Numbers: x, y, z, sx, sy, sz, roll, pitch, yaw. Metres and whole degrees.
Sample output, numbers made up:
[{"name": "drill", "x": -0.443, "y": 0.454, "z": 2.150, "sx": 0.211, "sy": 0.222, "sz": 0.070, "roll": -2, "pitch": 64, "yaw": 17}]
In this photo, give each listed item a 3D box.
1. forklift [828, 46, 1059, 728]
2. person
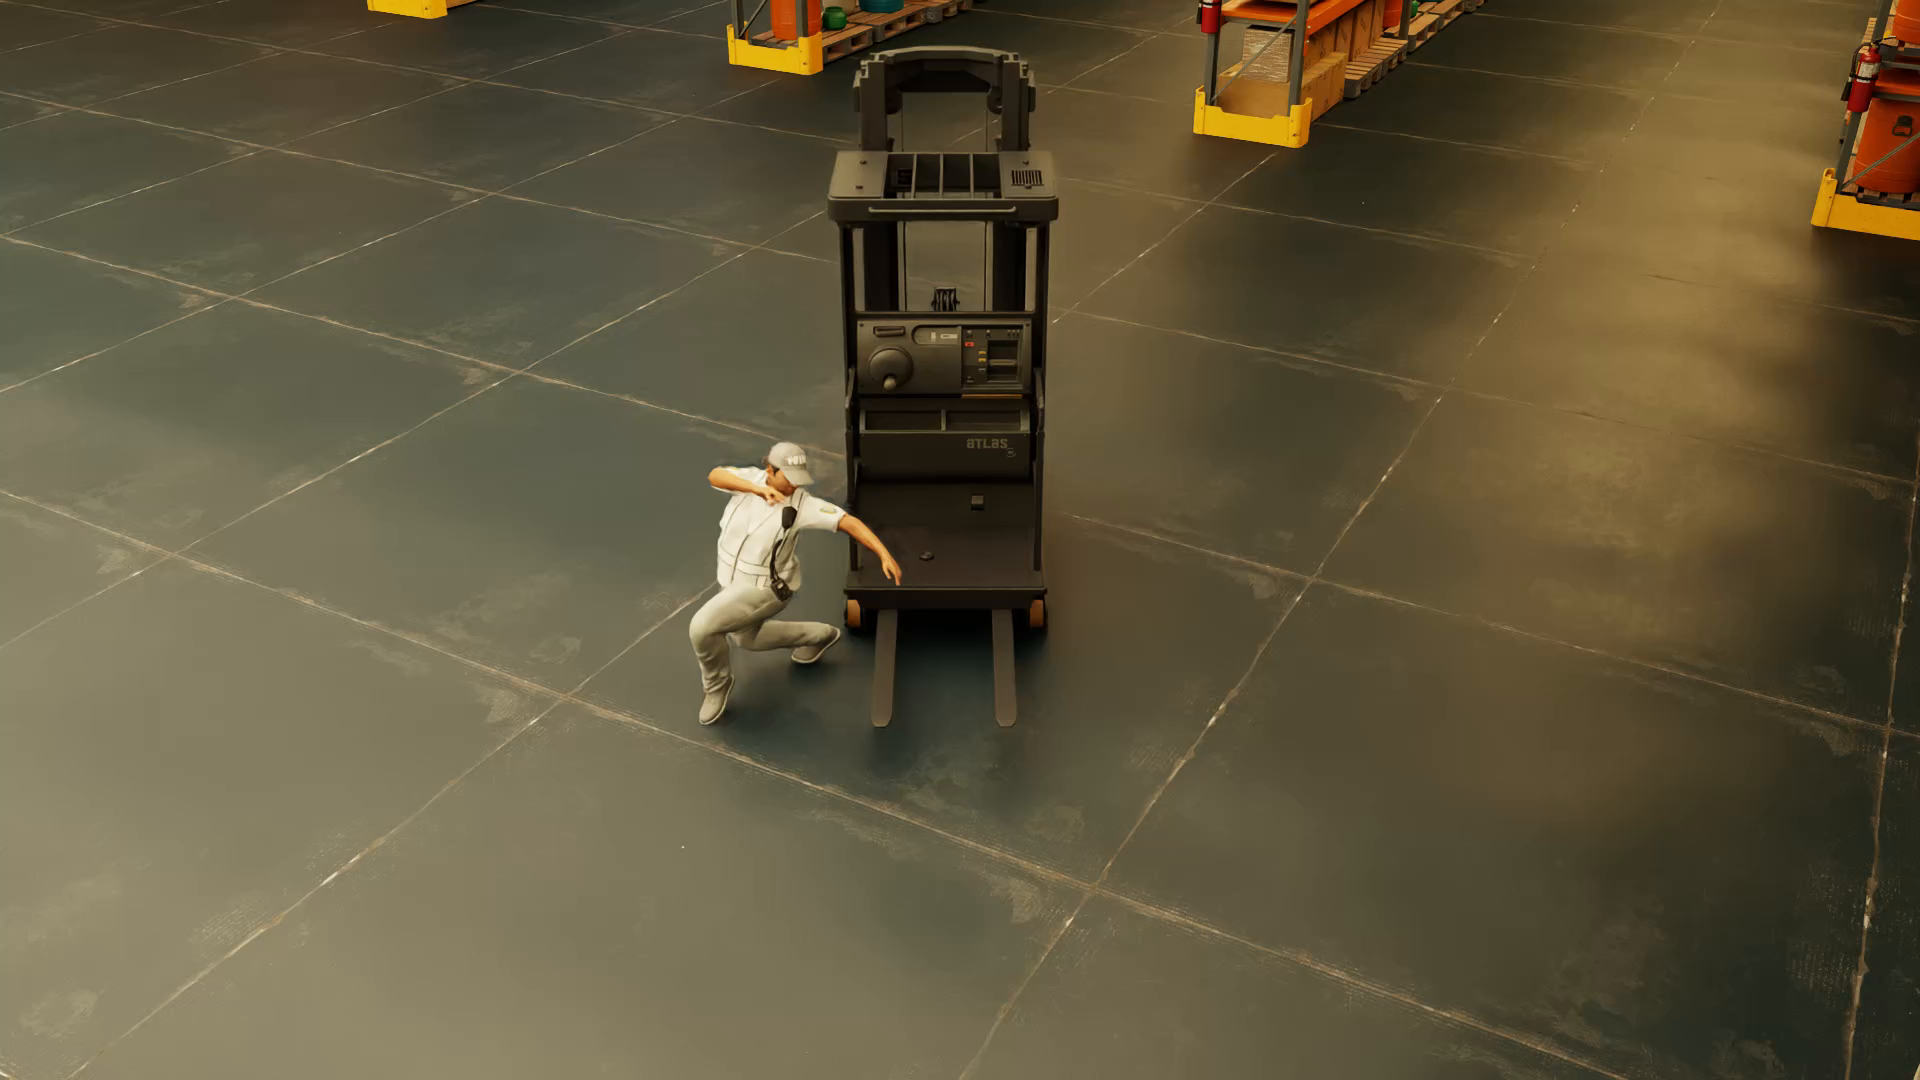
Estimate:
[{"name": "forklift", "x": -0.080, "y": -0.936, "z": 8.692, "sx": 1.130, "sy": 2.935, "sz": 3.031, "roll": 0, "pitch": 30, "yaw": 0}, {"name": "person", "x": -0.859, "y": 0.236, "z": 8.225, "sx": 0.923, "sy": 1.372, "sz": 0.922, "roll": 25, "pitch": 38, "yaw": 36}]
